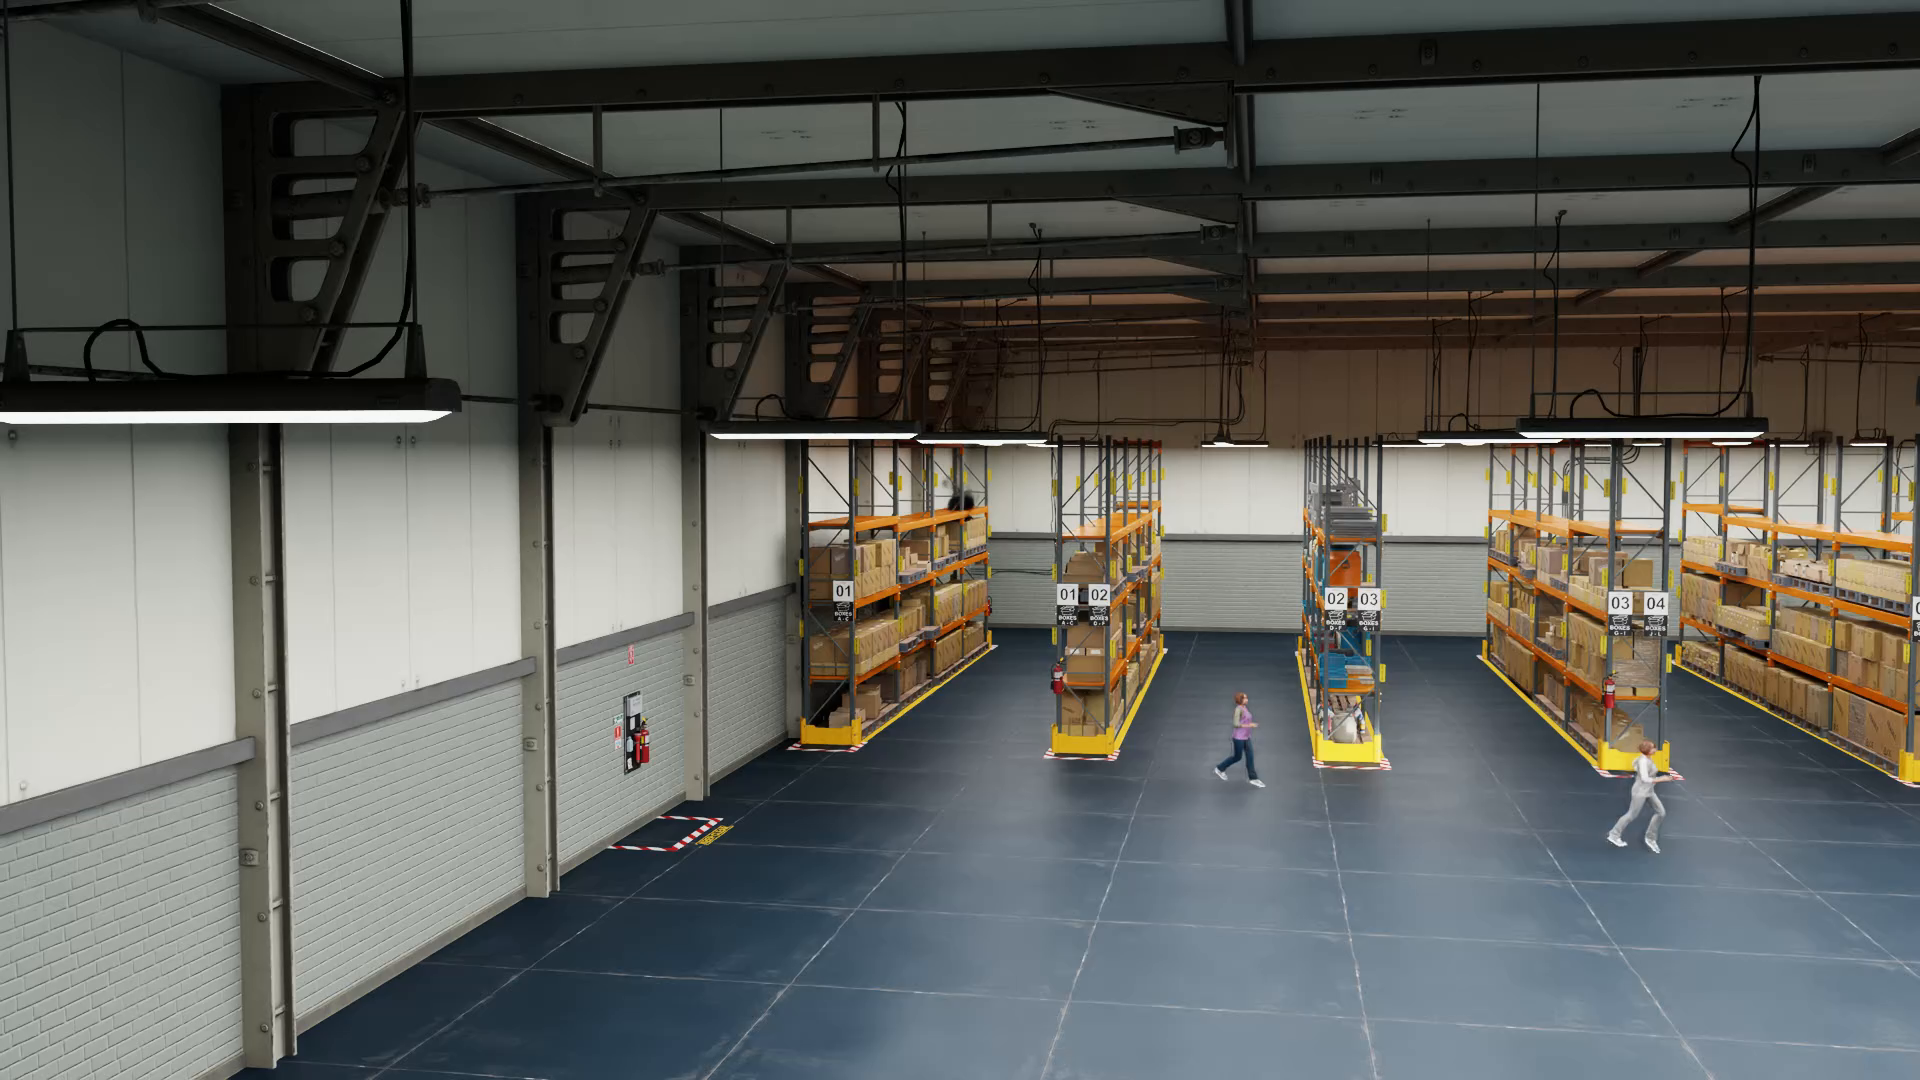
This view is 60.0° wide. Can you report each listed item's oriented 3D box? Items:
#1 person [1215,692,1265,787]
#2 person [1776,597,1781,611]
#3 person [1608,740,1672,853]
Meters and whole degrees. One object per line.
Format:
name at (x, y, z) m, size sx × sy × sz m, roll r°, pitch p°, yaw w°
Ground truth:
person at (4.764, 3.386, 28.233) m, size 0.872 × 1.572 × 0.537 m, roll 2°, pitch 4°, yaw 31°
person at (22.176, 2.419, 45.176) m, size 0.682 × 1.754 × 0.707 m, roll 0°, pitch 3°, yaw 0°
person at (9.714, 3.640, 23.699) m, size 0.830 × 1.619 × 0.546 m, roll 2°, pitch 4°, yaw 37°
